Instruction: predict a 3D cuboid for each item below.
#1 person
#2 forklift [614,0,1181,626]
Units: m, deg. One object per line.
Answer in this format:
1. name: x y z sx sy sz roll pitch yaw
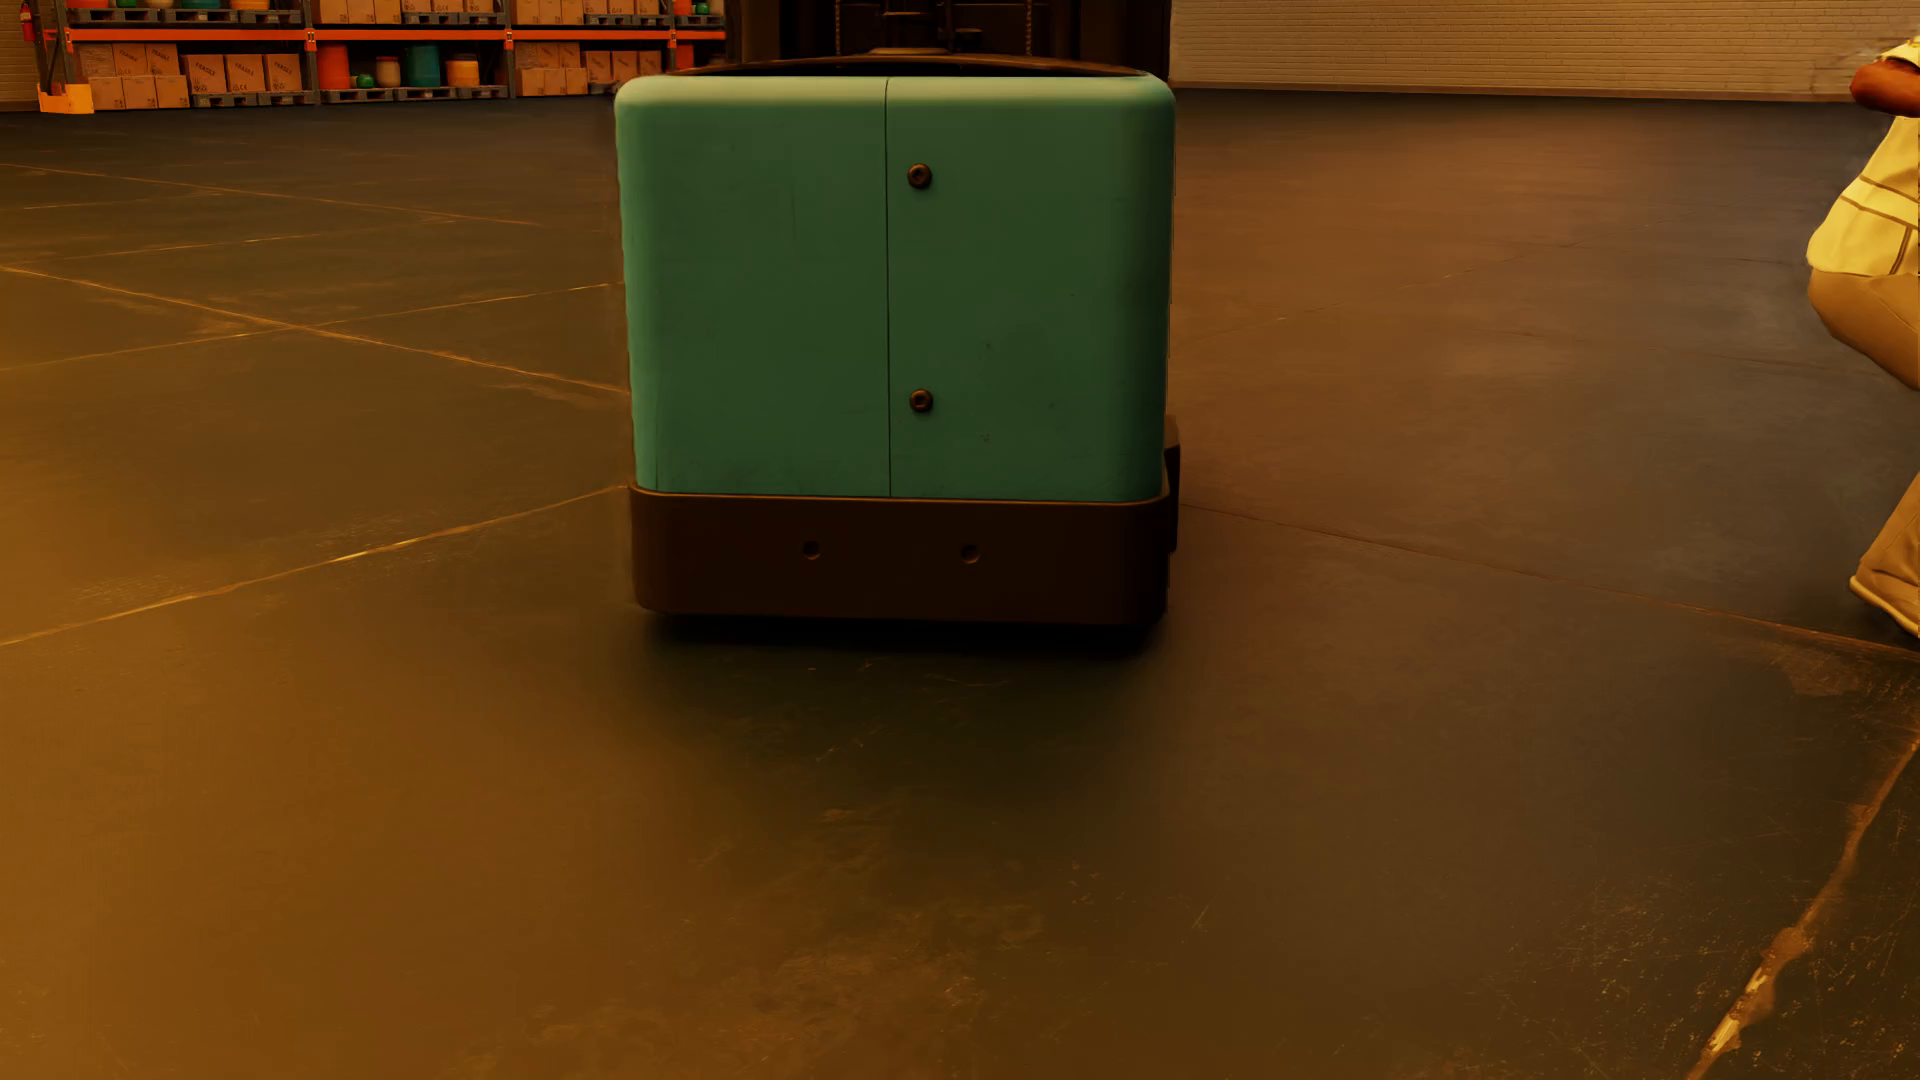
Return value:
1. person: 2.062 -0.483 3.165 0.716 1.414 0.893 -8 19 -25
2. forklift: -0.011 -1.618 4.227 1.130 2.935 3.031 1 17 4
